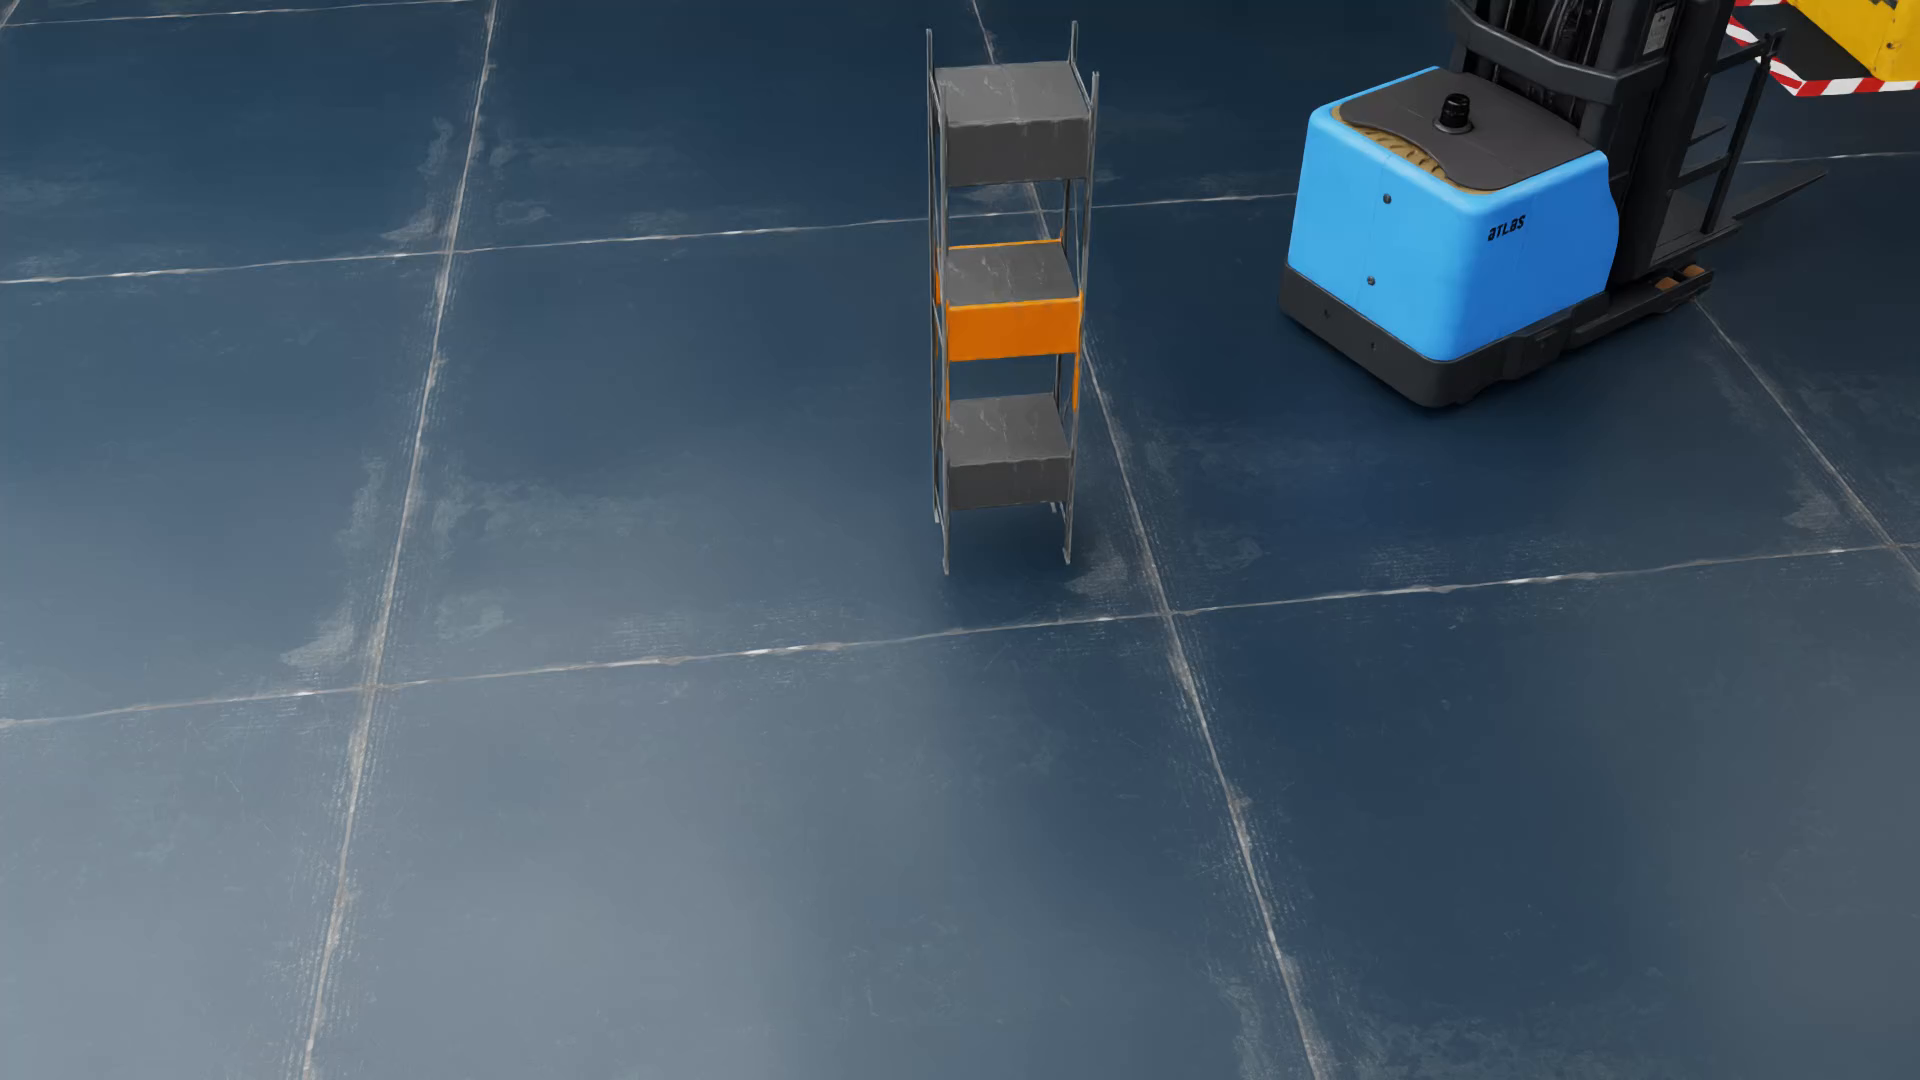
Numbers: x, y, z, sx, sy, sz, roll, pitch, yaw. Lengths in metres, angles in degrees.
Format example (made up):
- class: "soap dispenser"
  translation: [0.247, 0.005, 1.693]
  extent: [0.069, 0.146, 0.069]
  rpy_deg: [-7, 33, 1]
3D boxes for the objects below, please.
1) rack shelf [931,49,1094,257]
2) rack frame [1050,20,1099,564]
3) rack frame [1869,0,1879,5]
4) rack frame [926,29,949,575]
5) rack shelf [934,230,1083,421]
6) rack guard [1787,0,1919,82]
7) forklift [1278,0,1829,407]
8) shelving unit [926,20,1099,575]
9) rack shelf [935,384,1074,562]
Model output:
- class: "rack shelf"
  translation: [0.164, -1.304, 5.603]
  extent: [0.480, 0.518, 0.431]
  rpy_deg: [-5, 42, -6]
- class: "rack frame"
  translation: [0.406, -0.815, 6.086]
  extent: [0.015, 2.100, 0.400]
  rpy_deg: [-5, 42, -6]
- class: "rack frame"
  translation: [5.501, -4.191, 9.157]
  extent: [0.127, 3.000, 1.000]
  rpy_deg: [-5, 42, -6]
- class: "rack frame"
  translation: [-0.078, -0.773, 6.039]
  extent: [0.015, 2.100, 0.400]
  rpy_deg: [-5, 42, -6]
- class: "rack shelf"
  translation: [0.164, -0.784, 6.072]
  extent: [0.480, 0.518, 0.431]
  rpy_deg: [-5, 42, -6]
- class: "rack guard"
  translation: [5.478, -3.261, 9.992]
  extent: [0.348, 0.500, 1.175]
  rpy_deg: [-5, 42, -6]
- class: "forklift"
  translation: [3.014, -2.444, 7.271]
  extent: [3.031, 2.935, 1.130]
  rpy_deg: [-24, 47, -24]
- class: "shelving unit"
  translation: [0.164, -0.794, 6.063]
  extent: [0.503, 2.100, 0.431]
  rpy_deg: [-5, 42, -6]
- class: "rack shelf"
  translation: [0.164, -0.264, 6.541]
  extent: [0.480, 0.518, 0.431]
  rpy_deg: [-5, 42, -6]
